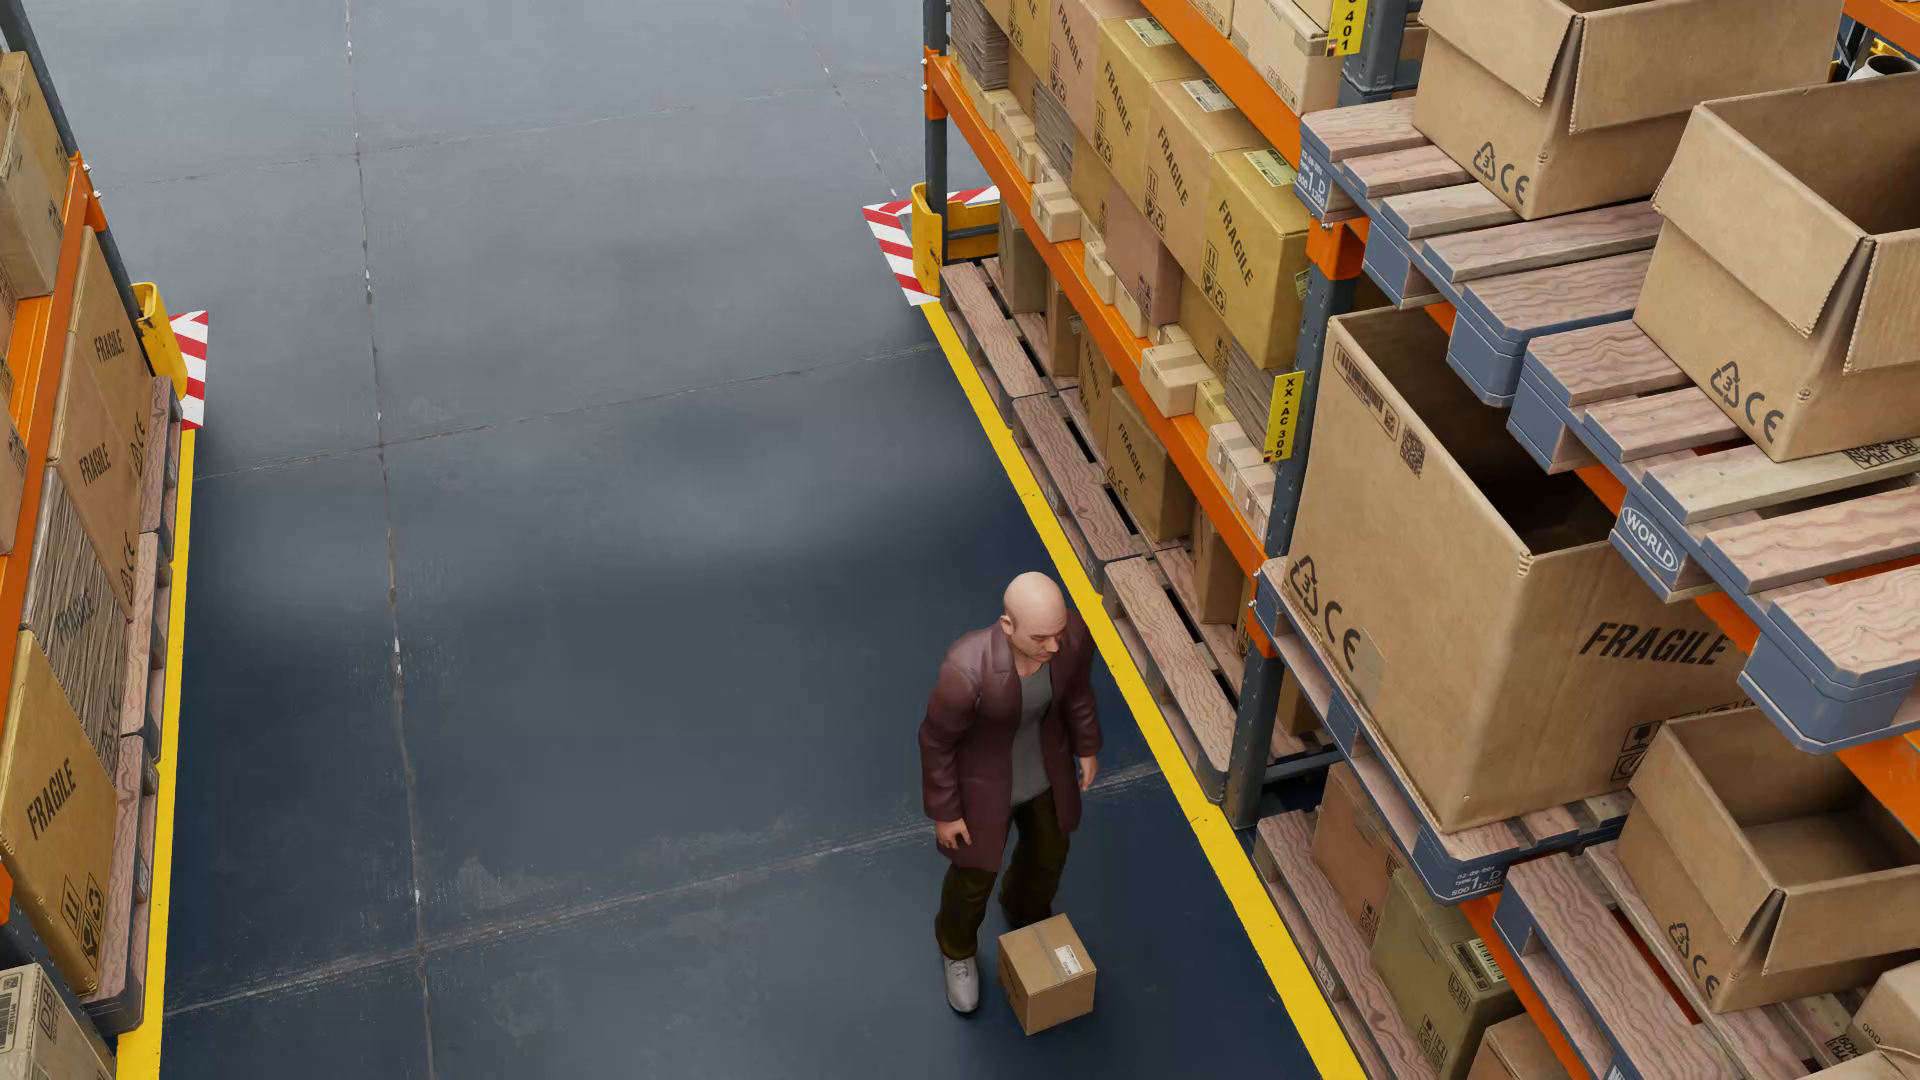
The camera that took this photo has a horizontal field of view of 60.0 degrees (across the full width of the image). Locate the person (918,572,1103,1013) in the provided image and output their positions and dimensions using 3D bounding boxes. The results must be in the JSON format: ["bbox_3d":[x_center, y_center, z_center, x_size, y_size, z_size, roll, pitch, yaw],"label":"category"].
[{"bbox_3d":[0.174,0.763,5.314,0.653,1.774,0.427,-21,46,-22],"label":"person"}]
